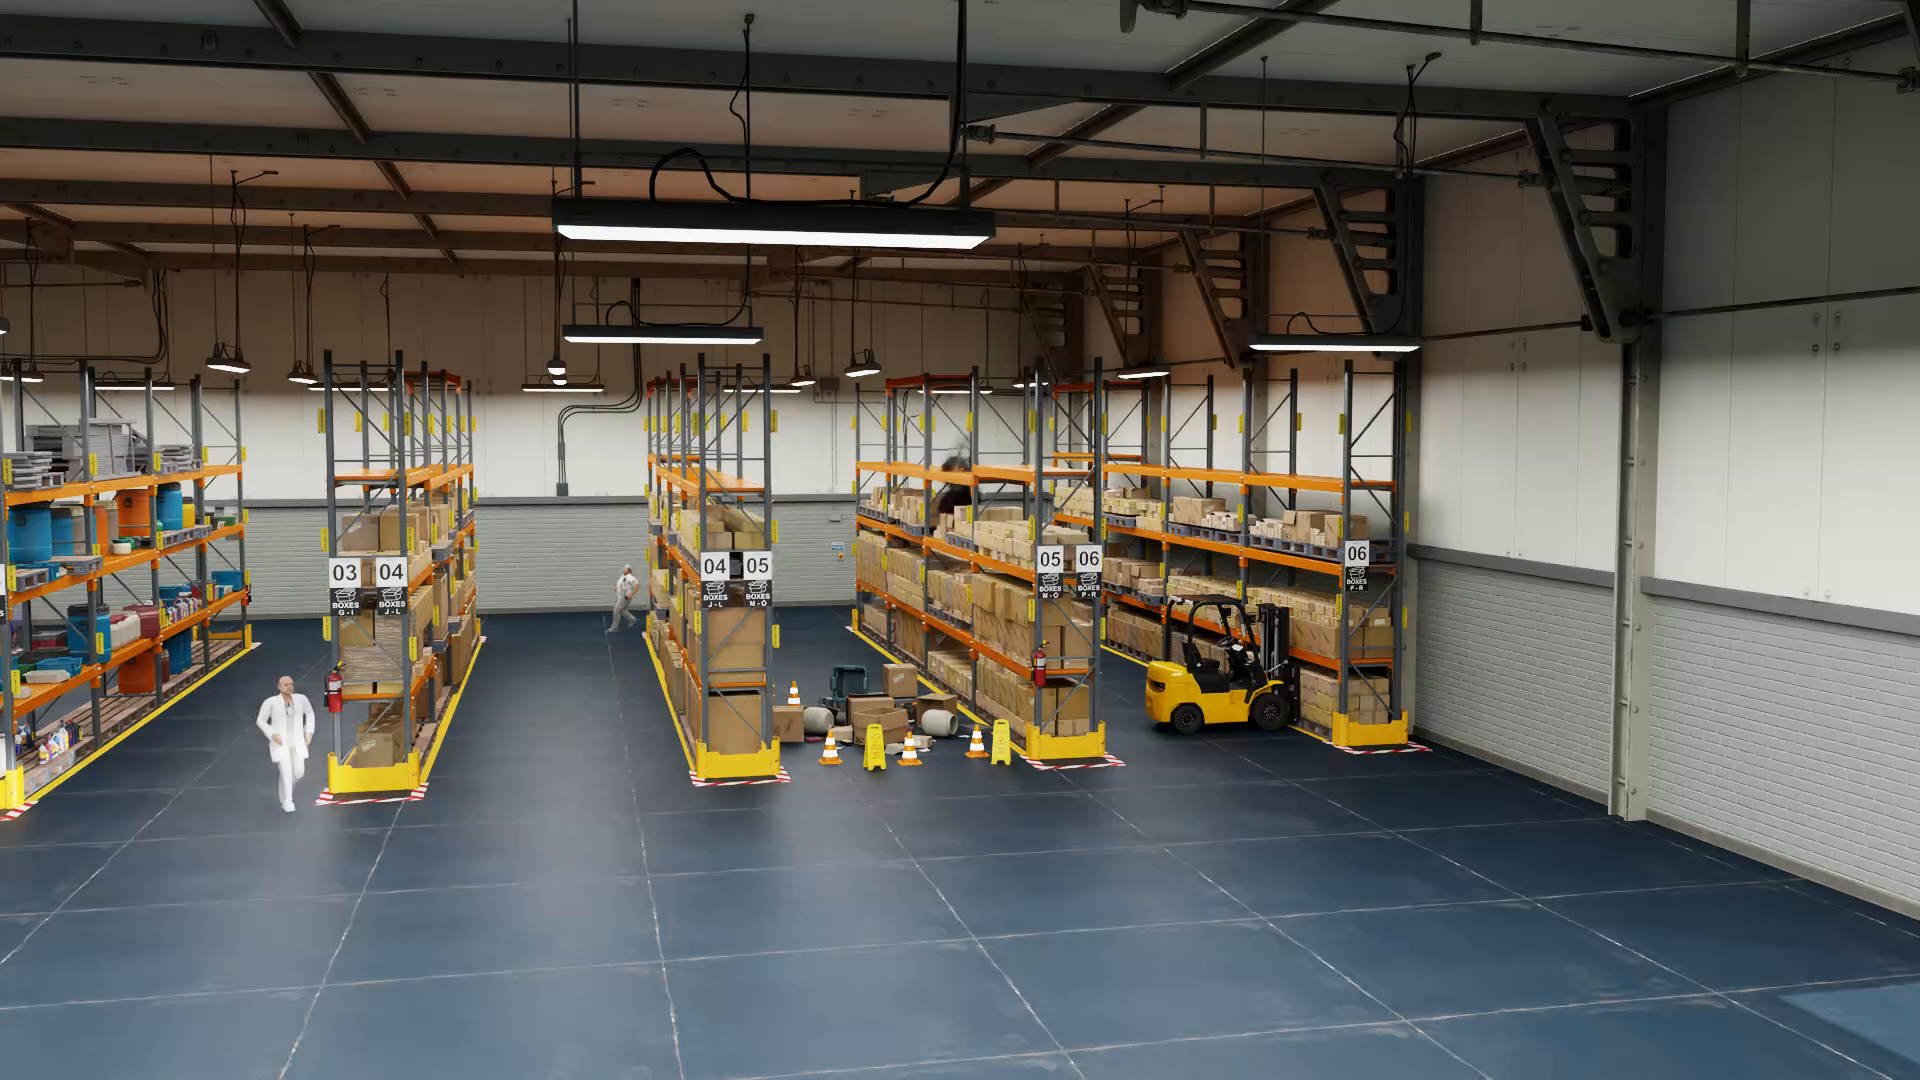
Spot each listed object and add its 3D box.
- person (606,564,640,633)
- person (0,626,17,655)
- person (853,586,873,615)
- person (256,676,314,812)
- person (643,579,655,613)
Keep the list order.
[{"bbox_3d":[-8.101,1.404,40.091,0.842,1.639,0.680,-2,5,-31],"label":"person"},{"bbox_3d":[-17.528,2.073,30.310,0.586,1.645,0.882,-2,4,-24],"label":"person"},{"bbox_3d":[-2.398,1.249,41.798,0.621,1.742,0.759,1,4,19],"label":"person"},{"bbox_3d":[-8.783,2.634,21.692,0.741,1.738,0.673,-3,5,-40],"label":"person"},{"bbox_3d":[-7.258,1.323,40.293,0.837,1.805,0.691,-1,4,-11],"label":"person"}]
